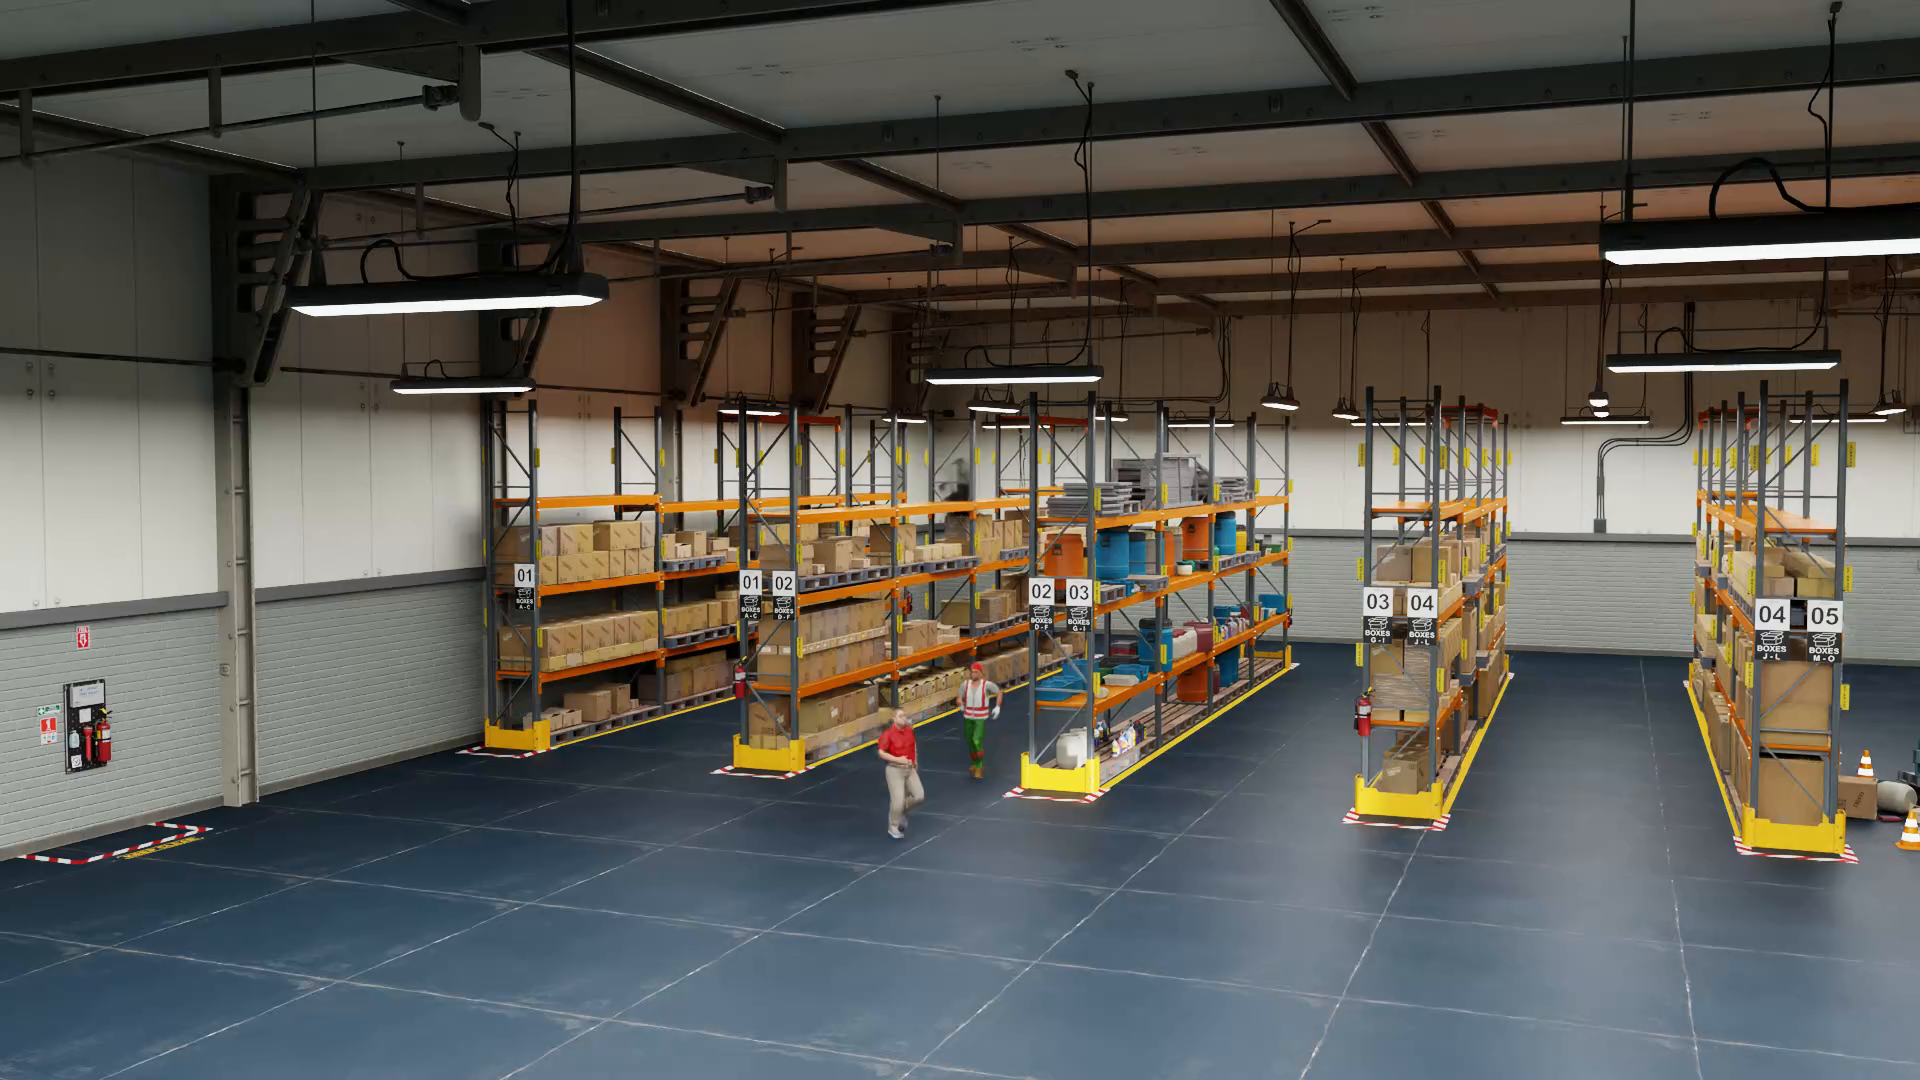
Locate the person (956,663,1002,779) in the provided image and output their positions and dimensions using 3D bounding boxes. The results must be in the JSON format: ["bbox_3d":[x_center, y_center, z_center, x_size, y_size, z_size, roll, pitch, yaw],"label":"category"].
[{"bbox_3d":[0.265,2.839,26.073,0.688,1.839,0.718,1,3,21],"label":"person"}]

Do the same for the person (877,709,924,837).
[{"bbox_3d":[-0.750,3.075,21.910,0.715,1.687,0.578,-3,4,-42],"label":"person"}]
